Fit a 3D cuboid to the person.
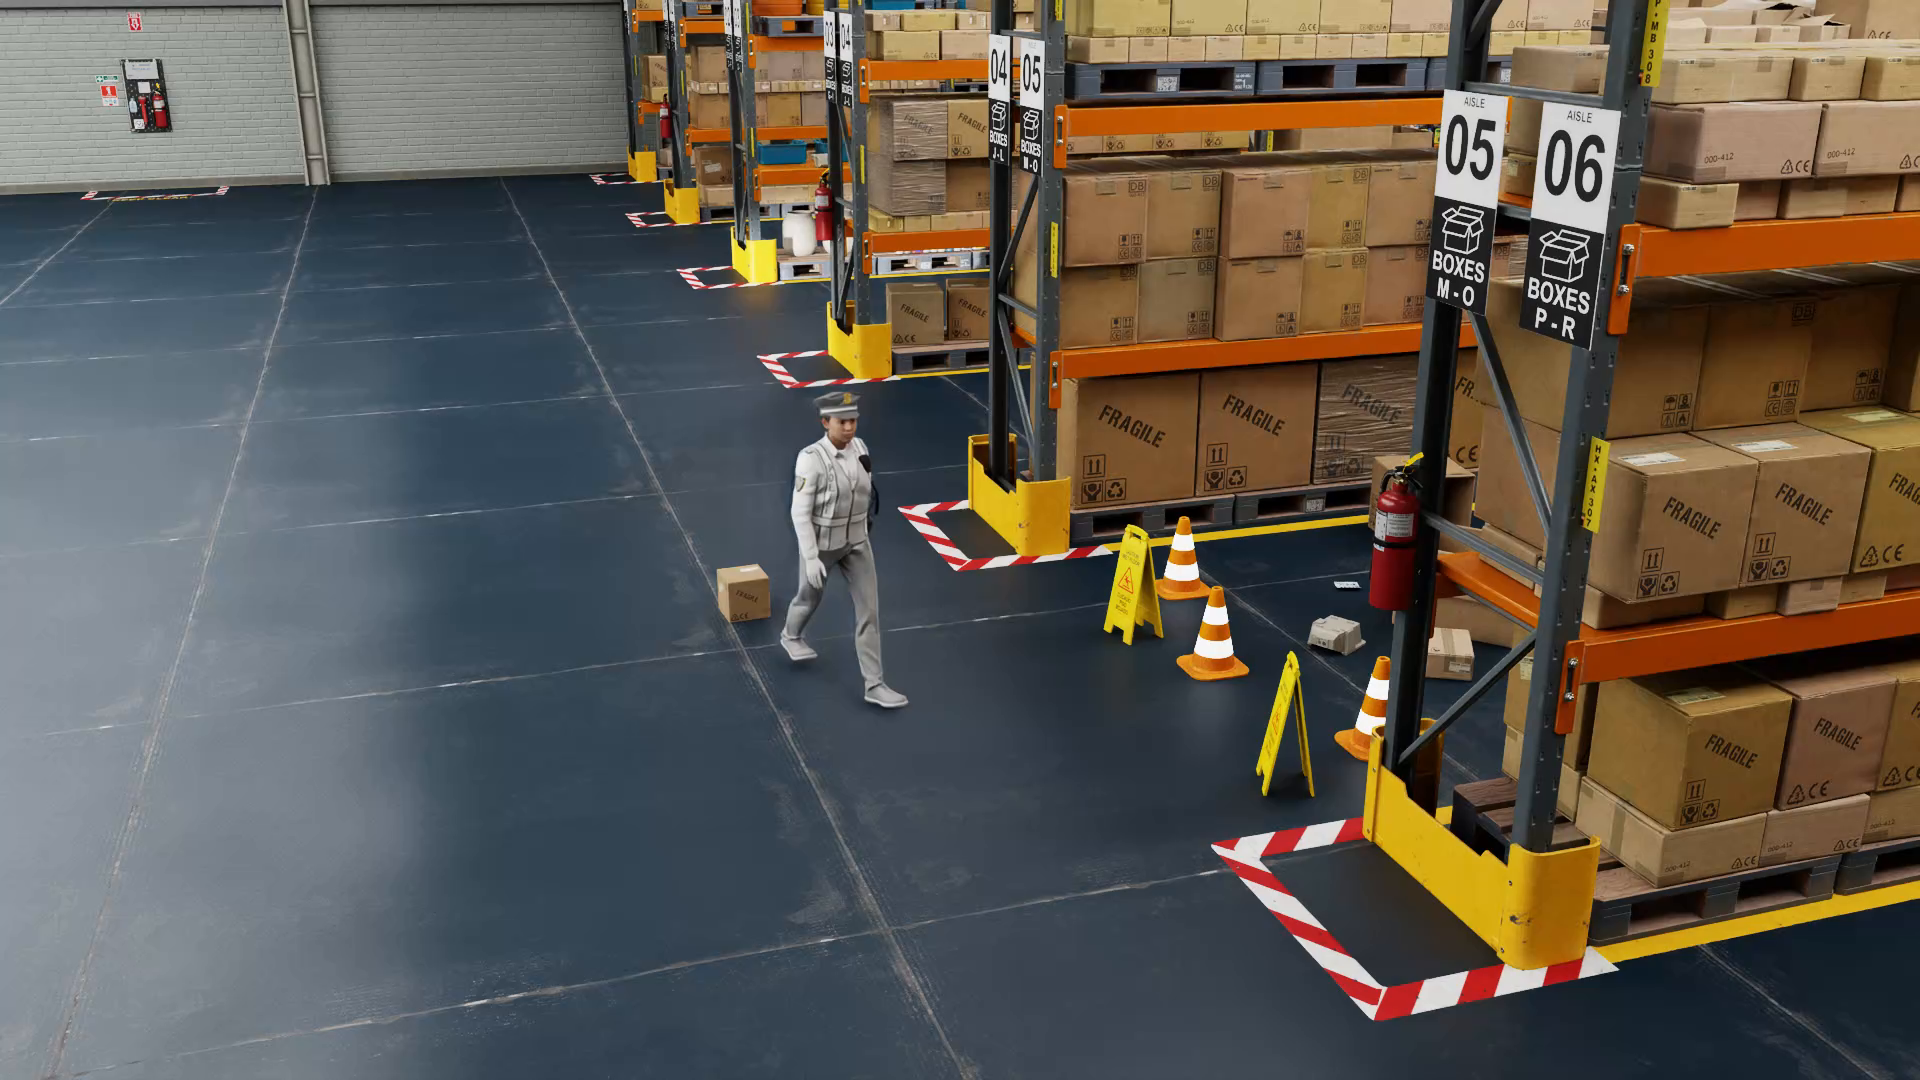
[{"bbox_3d":[-0.655,0.003,8.542,0.511,1.626,1.030,-13,23,-32],"label":"person"}]
